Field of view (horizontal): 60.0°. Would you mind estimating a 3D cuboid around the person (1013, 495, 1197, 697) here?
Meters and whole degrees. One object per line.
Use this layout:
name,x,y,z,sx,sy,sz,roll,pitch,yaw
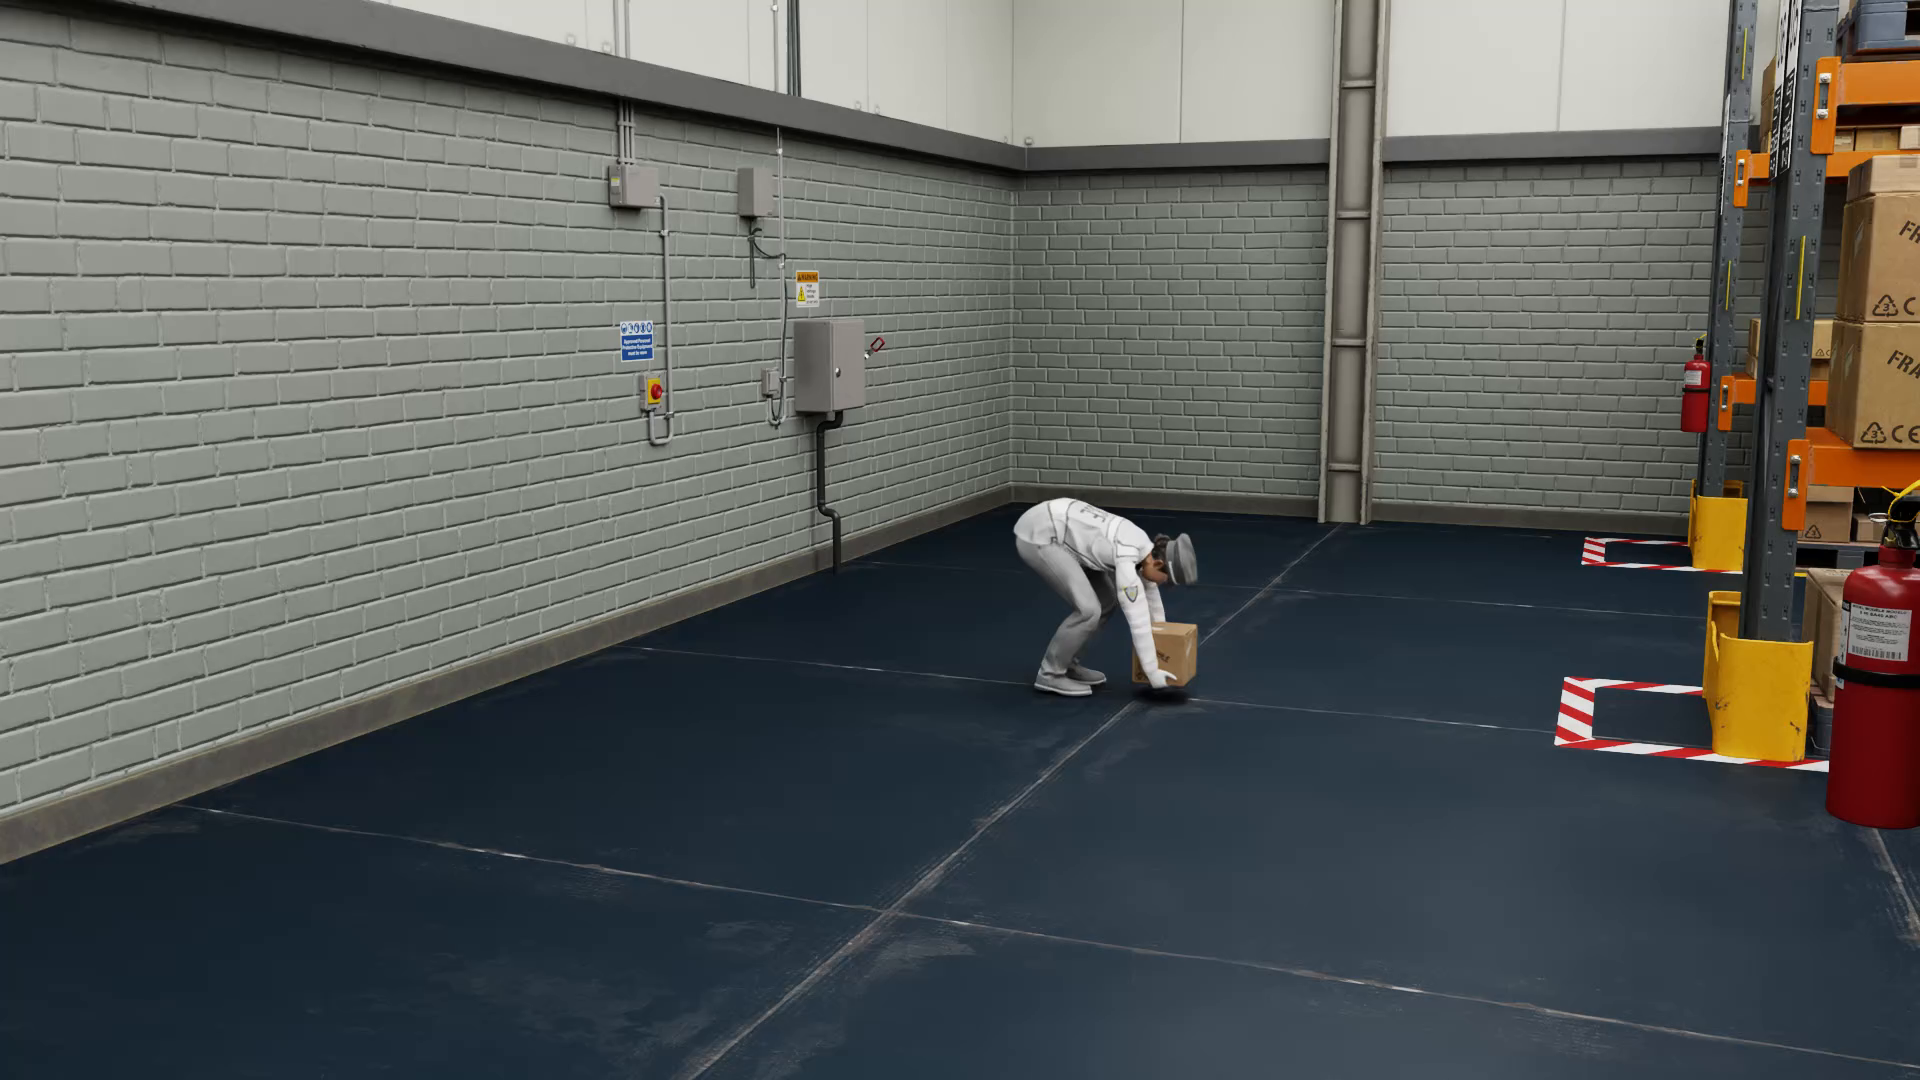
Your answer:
person,0.697,0.272,7.989,0.885,0.933,0.452,3,9,18
